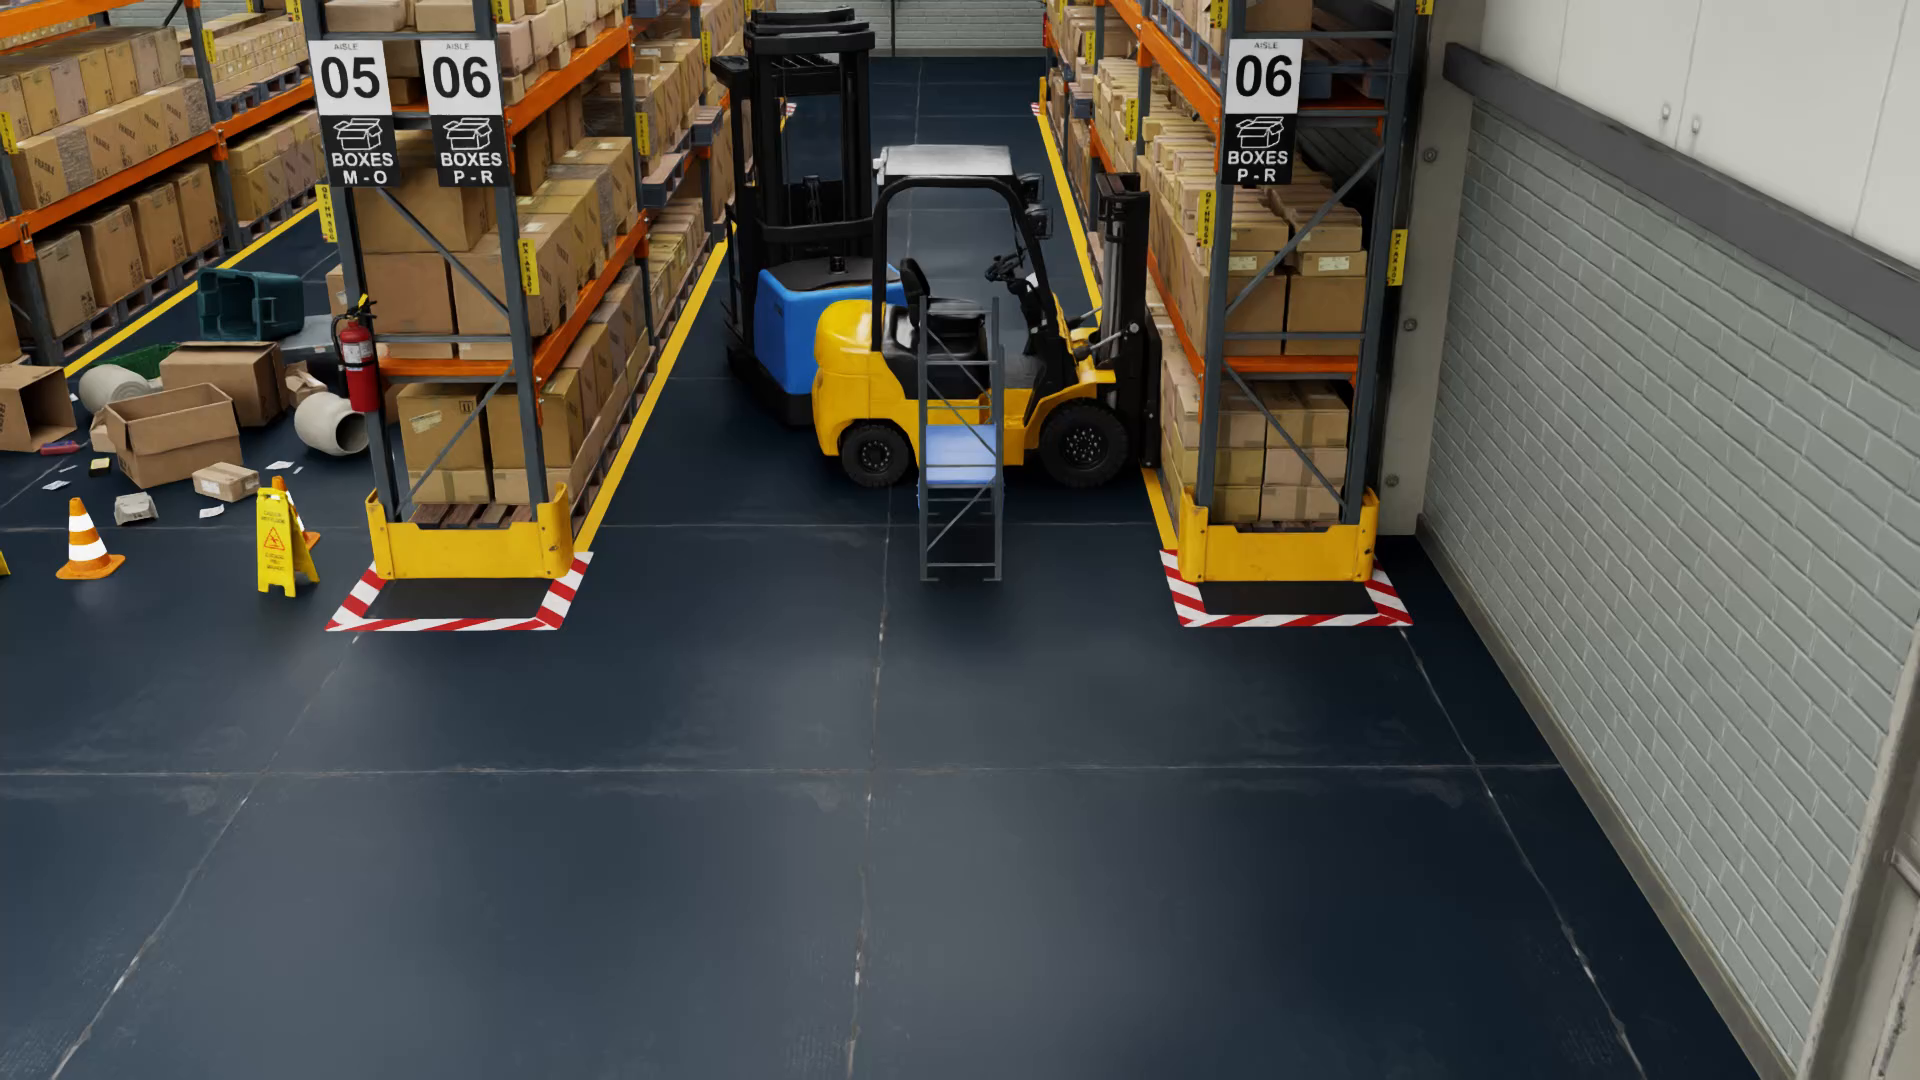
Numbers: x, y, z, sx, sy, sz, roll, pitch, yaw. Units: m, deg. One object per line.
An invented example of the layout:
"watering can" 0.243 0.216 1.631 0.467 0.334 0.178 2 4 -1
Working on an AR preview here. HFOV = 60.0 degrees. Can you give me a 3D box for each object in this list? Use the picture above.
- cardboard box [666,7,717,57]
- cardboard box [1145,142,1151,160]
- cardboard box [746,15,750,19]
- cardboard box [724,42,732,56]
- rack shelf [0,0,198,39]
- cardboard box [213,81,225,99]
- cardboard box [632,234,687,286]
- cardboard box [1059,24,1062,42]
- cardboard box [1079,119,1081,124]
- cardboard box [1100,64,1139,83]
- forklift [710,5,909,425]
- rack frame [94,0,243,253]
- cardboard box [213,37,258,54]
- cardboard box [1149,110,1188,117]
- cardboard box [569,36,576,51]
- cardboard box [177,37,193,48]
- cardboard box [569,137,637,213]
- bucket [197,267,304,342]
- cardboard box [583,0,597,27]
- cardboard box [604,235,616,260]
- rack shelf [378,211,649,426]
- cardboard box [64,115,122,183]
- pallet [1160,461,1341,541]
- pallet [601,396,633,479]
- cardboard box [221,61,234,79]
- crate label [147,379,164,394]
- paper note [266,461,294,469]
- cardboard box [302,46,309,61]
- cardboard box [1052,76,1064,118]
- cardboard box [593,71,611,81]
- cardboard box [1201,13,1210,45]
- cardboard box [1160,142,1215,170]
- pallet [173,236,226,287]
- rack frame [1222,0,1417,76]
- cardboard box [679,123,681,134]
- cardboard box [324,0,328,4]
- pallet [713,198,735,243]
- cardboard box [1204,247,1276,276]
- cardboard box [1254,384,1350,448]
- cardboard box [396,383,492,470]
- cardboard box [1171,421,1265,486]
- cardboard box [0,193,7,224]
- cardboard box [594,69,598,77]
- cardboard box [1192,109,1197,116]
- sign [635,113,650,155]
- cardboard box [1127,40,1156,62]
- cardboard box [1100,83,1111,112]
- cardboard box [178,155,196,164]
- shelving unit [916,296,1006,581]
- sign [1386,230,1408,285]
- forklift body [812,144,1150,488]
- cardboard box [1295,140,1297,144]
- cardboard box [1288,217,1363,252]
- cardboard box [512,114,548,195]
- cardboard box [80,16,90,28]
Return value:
"cardboard box" -2.878 -5.374 17.656 0.500 0.500 0.500 0 24 0
"cardboard box" 1.646 -3.048 12.941 0.380 0.149 0.250 -1 24 -1
"cardboard box" -2.909 -6.810 20.833 0.500 0.500 0.500 0 24 0
"cardboard box" -2.850 -5.461 18.759 0.500 0.250 0.500 0 24 0
"rack shelf" -8.029 -4.615 14.546 1.077 0.370 4.000 0 24 -1
"cardboard box" -7.854 -4.662 17.213 0.380 0.149 0.250 -1 24 -1
"cardboard box" -3.087 -2.608 15.556 0.950 0.372 0.625 1 24 1
"cardboard box" 1.548 -6.618 21.564 0.500 0.250 0.500 0 24 0
"cardboard box" 1.650 -5.115 20.157 0.380 0.149 0.250 -1 24 -3
"cardboard box" 1.575 -4.586 16.341 0.380 0.149 0.250 0 24 1
"forklift" -1.318 -2.778 13.336 1.130 2.935 3.031 -9 26 -19
"rack frame" -8.050 -4.400 16.838 1.000 3.000 0.127 0 24 -1
"cardboard box" -7.873 -5.371 18.060 0.380 0.149 0.250 1 24 2
"cardboard box" 1.708 -3.527 14.001 0.380 0.149 0.250 0 24 -1
"cardboard box" -2.834 -3.408 11.309 0.380 0.149 0.250 0 24 1
"cardboard box" -8.521 -5.368 18.053 0.380 0.149 0.250 0 24 -1
"cardboard box" -2.805 -2.815 12.851 0.500 0.500 0.500 -1 24 -2
"bucket" -5.700 -1.907 13.454 0.726 0.611 0.620 8 16 18
"cardboard box" -2.787 -3.650 11.362 0.500 0.250 0.500 -1 24 -1
"cardboard box" -2.736 -2.151 12.171 0.380 0.149 0.250 -1 24 -1
"rack shelf" -3.036 -1.664 11.661 1.077 0.370 4.000 0 24 -1
"cardboard box" -7.753 -3.429 14.571 0.500 0.500 0.500 0 24 -1
"pallet" 1.899 -0.236 11.014 1.003 0.211 1.213 0 24 -1
"pallet" -2.999 -0.764 12.184 1.003 0.211 1.213 0 24 -1
"cardboard box" -7.860 -4.924 17.432 0.380 0.149 0.250 1 24 2
"crate label" -6.397 -1.179 13.190 0.298 0.136 0.250 -19 31 -36
"paper note" -4.875 -0.540 11.922 0.148 0.019 0.142 8 26 18
"cardboard box" -7.888 -5.752 19.624 0.380 0.149 0.250 0 24 -1
"cardboard box" 1.657 -6.232 23.412 0.700 0.500 0.500 1 24 2
"cardboard box" -3.299 -3.794 14.507 0.500 0.500 0.500 1 24 1
"cardboard box" 1.636 -3.020 9.822 0.380 0.149 0.250 -1 24 -2
"cardboard box" 1.647 -2.757 11.937 0.380 0.149 0.250 -1 24 -1
"pallet" -8.117 -2.804 16.694 1.003 0.211 1.213 0 24 -1
"rack frame" 1.949 -3.924 8.507 1.000 3.000 0.127 0 24 -1
"cardboard box" -2.767 -3.768 15.237 0.380 0.149 0.250 -1 24 -2
"cardboard box" -7.855 -6.872 20.608 0.500 0.500 0.500 0 24 1
"pallet" -3.035 -3.518 18.273 1.003 0.211 1.213 0 24 -1
"cardboard box" 1.665 -1.674 9.902 0.380 0.149 0.250 0 24 0
"cardboard box" 2.133 -0.784 10.457 0.500 0.250 0.500 -1 24 -1
"cardboard box" -3.284 -0.776 10.744 0.500 0.500 0.500 0 24 0
"cardboard box" 1.631 -0.557 10.561 0.500 0.250 0.500 -1 24 -1
"cardboard box" -7.991 -2.668 12.827 0.875 0.550 0.550 0 24 -1
"cardboard box" -3.336 -4.069 14.329 0.380 0.149 0.250 -1 24 -3
"cardboard box" 2.163 -3.540 14.028 0.380 0.149 0.250 0 24 -1
"sign" -2.516 -3.215 13.169 0.100 0.325 0.005 0 24 -1
"cardboard box" 2.012 -4.937 17.396 0.500 0.500 0.500 1 24 2
"cardboard box" 1.626 -4.257 16.097 0.500 0.250 0.500 0 24 1
"cardboard box" -8.320 -4.075 17.733 0.500 0.250 0.500 -1 24 -2
"shelving unit" 0.001 -0.648 10.363 0.538 1.500 1.048 0 24 -1
"sign" 2.504 -1.622 9.549 0.100 0.325 0.005 0 24 -1
"forklift body" 0.104 -1.578 11.628 2.313 2.155 1.214 0 24 -1
"cardboard box" 2.254 -2.870 12.187 0.380 0.149 0.250 -1 24 -2
"cardboard box" 2.159 -1.807 9.836 0.380 0.149 0.250 -1 24 -2
"cardboard box" -3.212 -2.638 11.247 0.700 0.500 0.500 0 24 -1
"cardboard box" -12.765 -7.456 23.900 0.380 0.149 0.250 0 24 0
